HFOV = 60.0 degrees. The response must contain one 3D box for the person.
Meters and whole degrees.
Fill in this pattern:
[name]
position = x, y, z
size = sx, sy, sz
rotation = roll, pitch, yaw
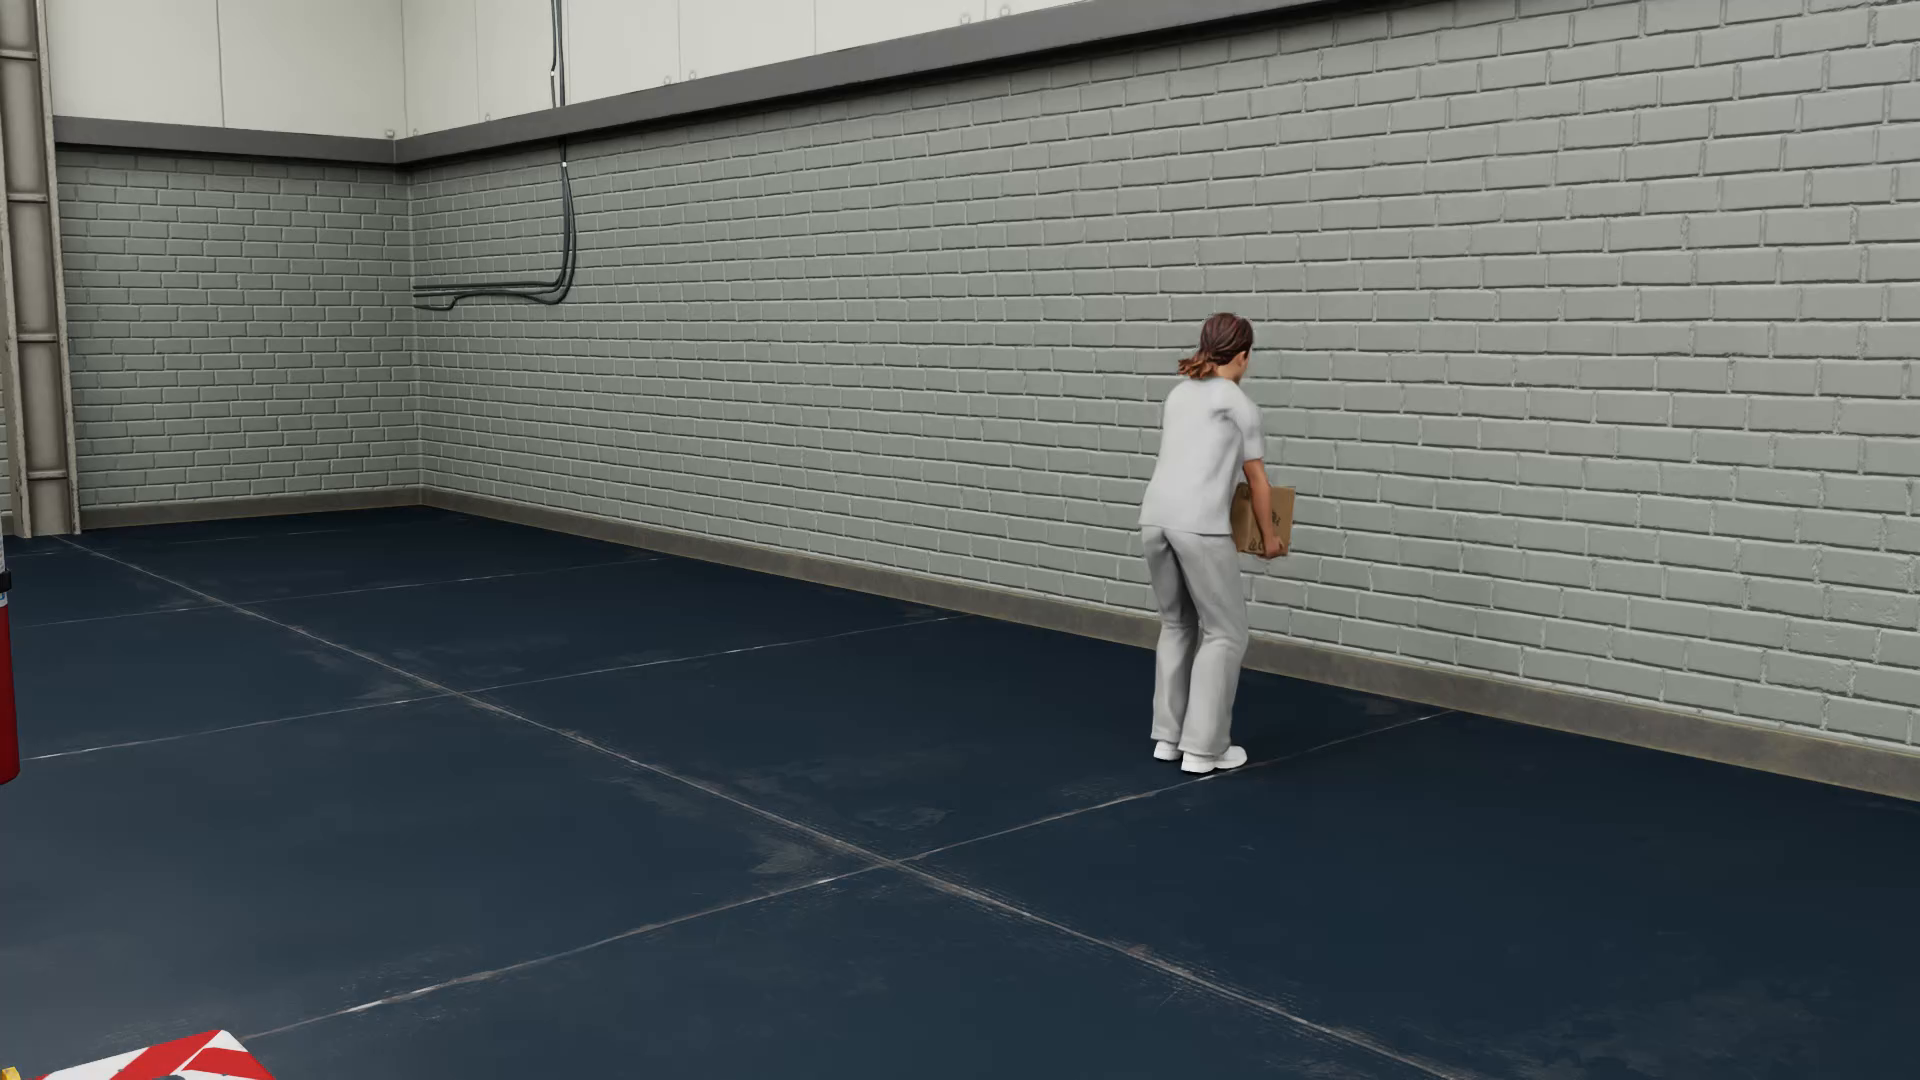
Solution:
[person]
position = 0.894, -0.003, 6.016
size = 0.539, 1.629, 0.408
rotation = -7, 10, -42
